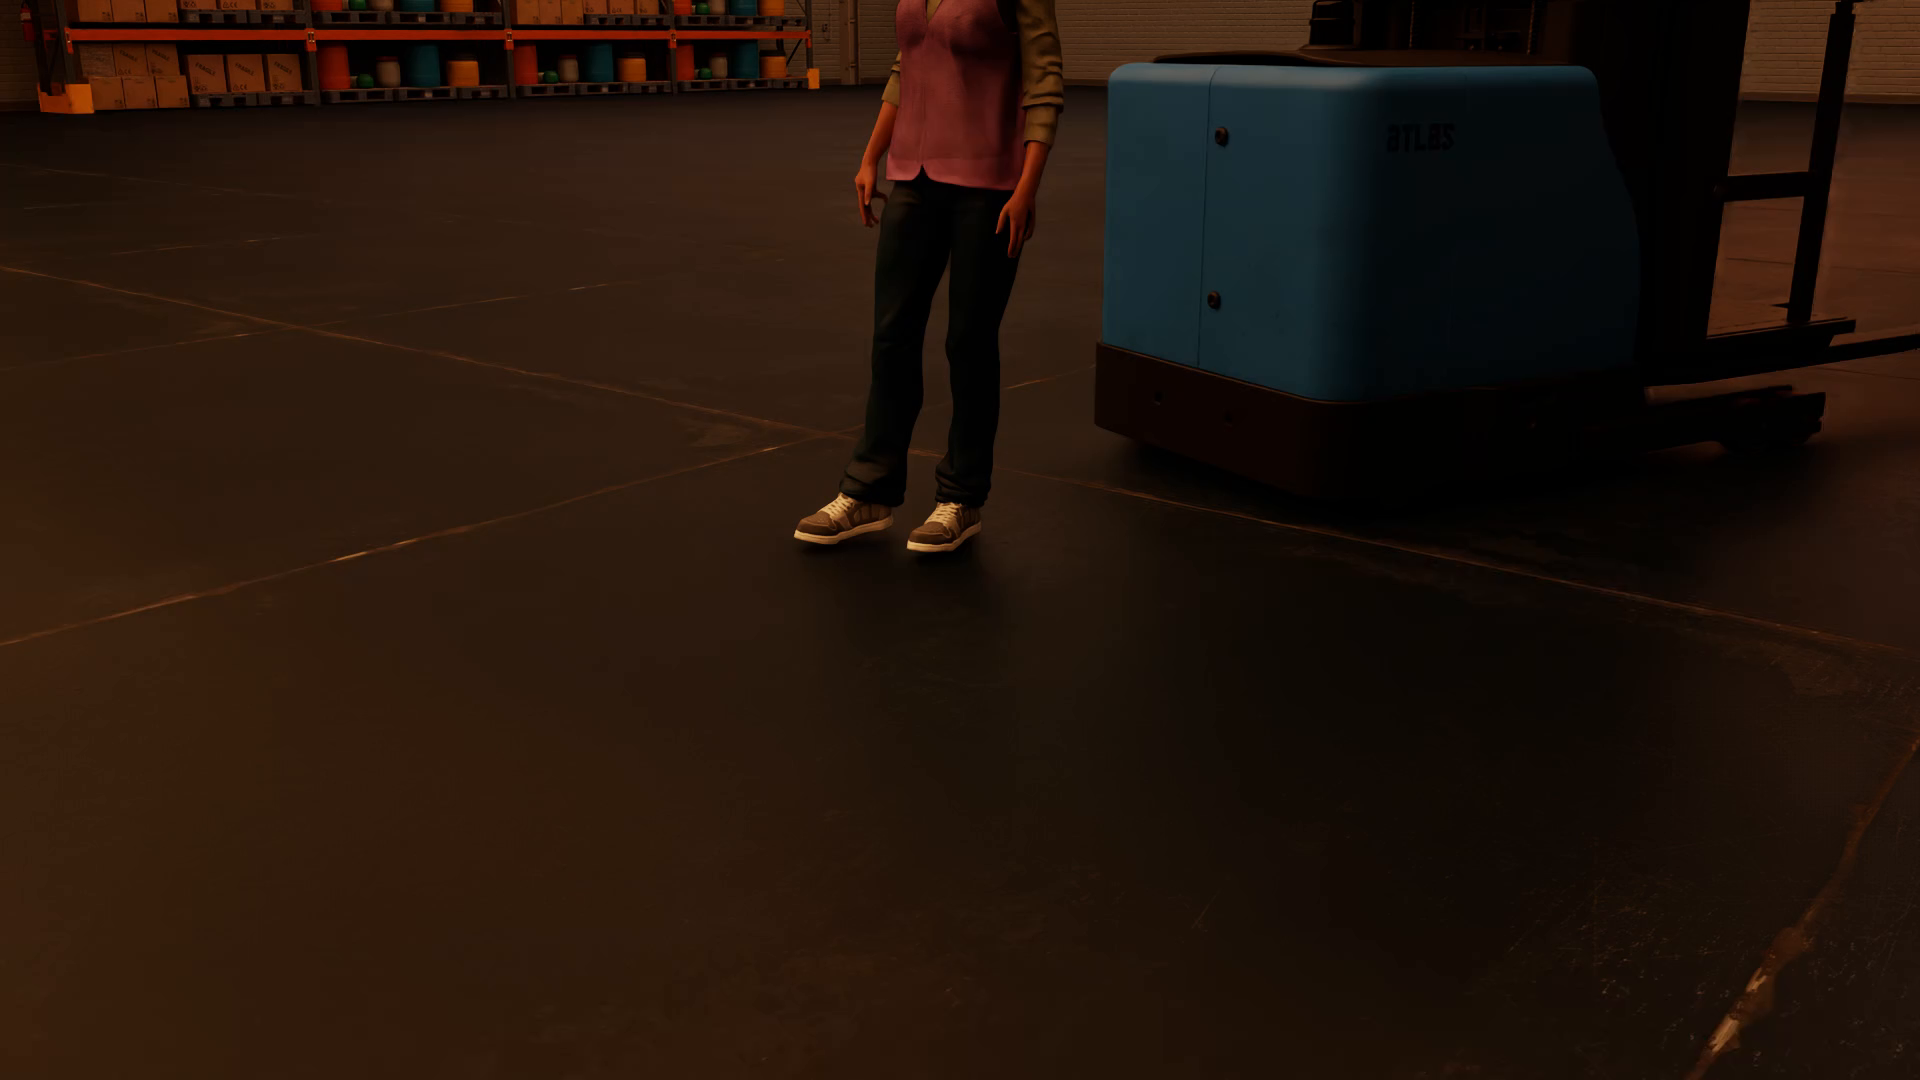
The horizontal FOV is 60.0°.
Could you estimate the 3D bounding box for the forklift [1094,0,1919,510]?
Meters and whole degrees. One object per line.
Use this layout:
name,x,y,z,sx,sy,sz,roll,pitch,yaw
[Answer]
forklift,1.923,-1.768,4.721,3.031,2.935,1.130,-10,19,-29

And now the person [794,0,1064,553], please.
person,-0.057,-0.757,3.662,0.520,1.596,0.475,13,21,37
